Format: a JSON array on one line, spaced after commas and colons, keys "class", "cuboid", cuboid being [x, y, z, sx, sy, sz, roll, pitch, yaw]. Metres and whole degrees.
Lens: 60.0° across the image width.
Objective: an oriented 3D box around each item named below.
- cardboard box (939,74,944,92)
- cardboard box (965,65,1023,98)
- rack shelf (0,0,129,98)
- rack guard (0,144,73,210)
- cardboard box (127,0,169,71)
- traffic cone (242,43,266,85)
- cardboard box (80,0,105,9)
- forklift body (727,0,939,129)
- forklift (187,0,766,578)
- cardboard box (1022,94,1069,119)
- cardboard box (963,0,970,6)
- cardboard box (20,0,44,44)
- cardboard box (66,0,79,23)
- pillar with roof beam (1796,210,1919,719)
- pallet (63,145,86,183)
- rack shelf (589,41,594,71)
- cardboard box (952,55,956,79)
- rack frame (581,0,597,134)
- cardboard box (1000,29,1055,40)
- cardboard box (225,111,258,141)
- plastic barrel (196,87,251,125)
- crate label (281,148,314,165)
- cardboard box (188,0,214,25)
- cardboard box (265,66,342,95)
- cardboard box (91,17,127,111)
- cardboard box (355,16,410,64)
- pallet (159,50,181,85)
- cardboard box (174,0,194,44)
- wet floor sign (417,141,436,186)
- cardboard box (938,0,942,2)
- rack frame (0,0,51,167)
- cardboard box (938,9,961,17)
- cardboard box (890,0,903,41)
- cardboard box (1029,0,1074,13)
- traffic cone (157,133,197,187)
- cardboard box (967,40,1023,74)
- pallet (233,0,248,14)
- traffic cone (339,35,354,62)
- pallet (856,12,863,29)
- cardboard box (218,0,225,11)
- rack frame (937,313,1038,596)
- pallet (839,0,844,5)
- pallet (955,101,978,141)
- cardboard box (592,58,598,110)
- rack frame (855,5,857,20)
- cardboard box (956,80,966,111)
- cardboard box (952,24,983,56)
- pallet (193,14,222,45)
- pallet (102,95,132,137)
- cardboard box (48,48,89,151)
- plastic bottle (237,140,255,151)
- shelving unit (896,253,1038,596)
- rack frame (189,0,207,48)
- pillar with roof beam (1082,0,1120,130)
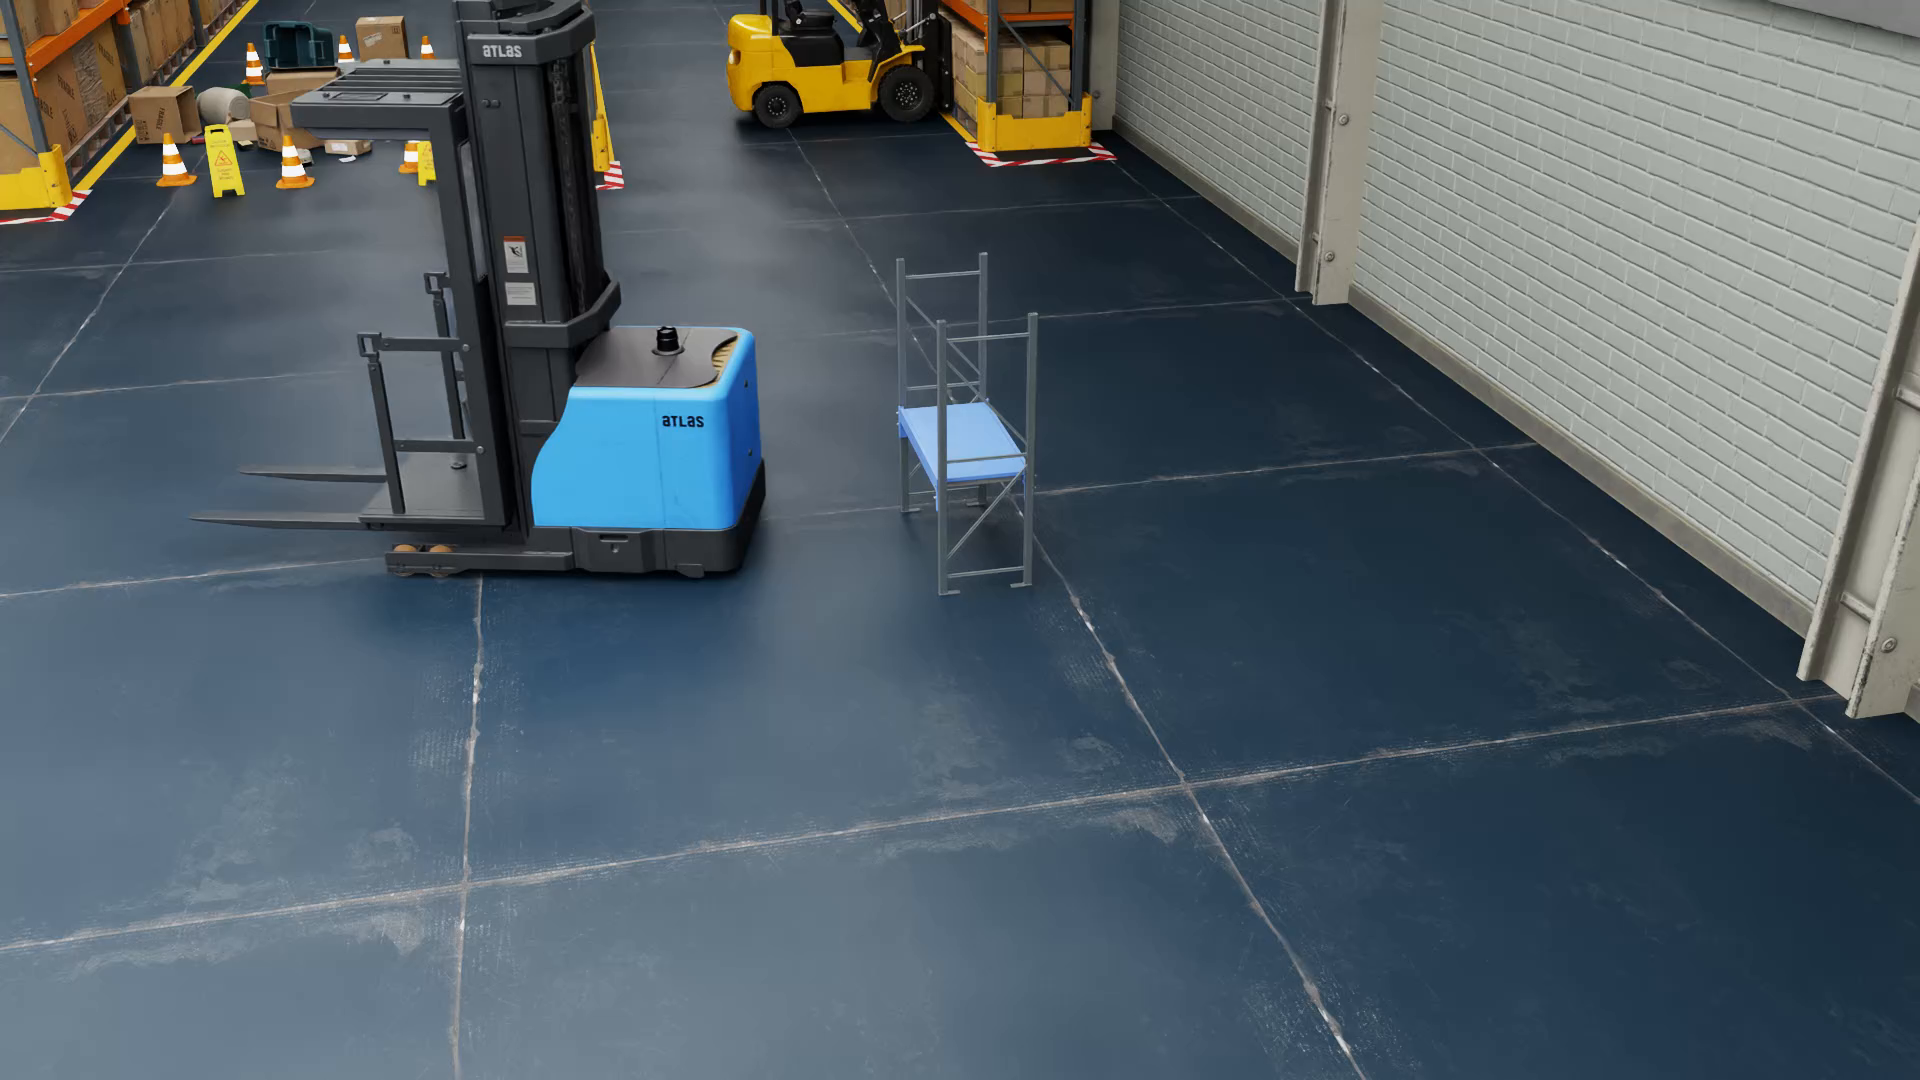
[{"class": "cardboard box", "cuboid": [0.013, -5.292, 18.991, 0.500, 0.250, 0.500, -5, 27, -10]}, {"class": "cardboard box", "cuboid": [0.358, -4.857, 17.575, 0.500, 0.250, 0.500, -6, 27, -12]}, {"class": "rack shelf", "cuboid": [-9.313, -4.996, 16.618, 1.077, 0.370, 4.000, -6, 27, -12]}, {"class": "rack guard", "cuboid": [-8.857, -3.313, 15.259, 1.175, 0.500, 0.348, -6, 27, -12]}, {"class": "cardboard box", "cuboid": [-10.205, -6.066, 19.970, 1.050, 0.750, 0.750, -6, 27, -12]}, {"class": "traffic cone", "cuboid": [-8.595, -5.805, 20.238, 0.336, 0.463, 0.334, -6, 27, -12]}, {"class": "cardboard box", "cuboid": [-9.523, -5.863, 17.370, 0.875, 0.550, 0.550, -6, 27, -12]}, {"class": "forklift body", "cuboid": [-1.432, -5.760, 18.276, 2.313, 2.155, 1.214, -6, 27, -12]}, {"class": "forklift", "cuboid": [-2.654, -1.345, 8.663, 3.031, 2.935, 1.130, 1, 27, 3]}, {"class": "cardboard box", "cuboid": [0.853, -4.688, 17.794, 0.500, 0.250, 0.500, -6, 27, -11]}, {"class": "cardboard box", "cuboid": [0.298, -5.955, 17.608, 0.500, 0.500, 0.500, -5, 27, -10]}, {"class": "cardboard box", "cuboid": [-9.135, -4.904, 15.470, 0.875, 0.550, 0.550, -6, 27, -12]}, {"class": "cardboard box", "cuboid": [-9.299, -5.391, 16.435, 0.875, 0.550, 0.500, -6, 27, -12]}, {"class": "pillar with roof beam", "cuboid": [0.004, -2.862, 4.934, 9.100, 9.000, 0.400, -6, 27, -12]}, {"class": "pallet", "cuboid": [-9.119, -3.538, 16.025, 1.003, 0.211, 1.213, -6, 27, -12]}, {"class": "rack shelf", "cuboid": [-4.513, -5.543, 17.702, 1.077, 0.370, 4.000, -6, 27, -12]}, {"class": "cardboard box", "cuboid": [0.119, -5.303, 18.458, 0.500, 0.250, 0.500, -7, 28, -13]}, {"class": "rack frame", "cuboid": [-4.062, -4.987, 15.800, 1.000, 3.000, 0.127, -6, 27, -12]}, {"class": "cardboard box", "cuboid": [0.733, -5.348, 17.992, 0.500, 0.250, 0.500, -6, 27, -12]}, {"class": "cardboard box", "cuboid": [-7.582, -4.407, 17.687, 0.396, 0.266, 0.258, -1, 27, -3]}, {"class": "plastic barrel", "cuboid": [-8.014, -4.703, 18.098, 0.512, 0.421, 0.421, 13, 30, 24]}, {"class": "crate label", "cuboid": [-6.659, -3.843, 16.712, 0.250, 0.136, 0.298, -23, 35, -38]}, {"class": "cardboard box", "cuboid": [-10.576, -7.359, 22.810, 0.500, 0.500, 0.500, -7, 28, -14]}, {"class": "cardboard box", "cuboid": [-7.144, -4.856, 18.162, 0.797, 0.637, 0.503, -6, 27, -12]}, {"class": "cardboard box", "cuboid": [-9.690, -5.151, 18.019, 0.875, 0.875, 0.875, -6, 27, -11]}, {"class": "cardboard box", "cuboid": [-6.691, -5.771, 19.288, 0.500, 0.500, 0.500, -6, 27, -12]}, {"class": "pallet", "cuboid": [-10.290, -5.818, 20.543, 1.003, 0.211, 1.213, -6, 27, -12]}, {"class": "cardboard box", "cuboid": [-10.616, -6.858, 21.539, 1.050, 0.750, 0.750, -6, 27, -12]}, {"class": "wet floor sign", "cuboid": [-5.062, -3.743, 15.950, 0.267, 0.644, 0.232, 3, 27, 6]}, {"class": "cardboard box", "cuboid": [-0.325, -6.410, 20.097, 0.500, 0.250, 0.500, -6, 27, -12]}, {"class": "rack frame", "cuboid": [-8.862, -4.439, 14.717, 1.000, 3.000, 0.127, -6, 27, -12]}, {"class": "cardboard box", "cuboid": [-0.097, -5.968, 19.220, 0.500, 0.250, 0.500, -5, 27, -10]}, {"class": "cardboard box", "cuboid": [-0.425, -6.945, 21.850, 0.875, 0.625, 0.625, -6, 27, -12]}, {"class": "cardboard box", "cuboid": [0.932, -5.782, 17.267, 0.500, 0.500, 0.500, -5, 27, -10]}, {"class": "traffic cone", "cuboid": [-7.599, -3.684, 16.036, 0.336, 0.463, 0.334, -6, 27, -12]}, {"class": "cardboard box", "cuboid": [0.365, -5.069, 17.440, 0.500, 0.250, 0.500, -5, 27, -10]}, {"class": "pallet", "cuboid": [-11.390, -8.121, 25.105, 1.003, 0.211, 1.213, -6, 27, -12]}, {"class": "traffic cone", "cuboid": [-7.647, -6.038, 20.699, 0.336, 0.463, 0.334, -6, 27, -12]}, {"class": "pallet", "cuboid": [-0.883, -7.394, 23.665, 1.003, 0.211, 1.213, -6, 27, -12]}, {"class": "cardboard box", "cuboid": [-10.813, -7.805, 23.692, 0.500, 0.500, 0.500, -7, 28, -13]}, {"class": "rack frame", "cuboid": [0.134, -0.409, 8.396, 0.500, 1.500, 0.032, -6, 27, -12]}, {"class": "pallet", "cuboid": [-1.433, -8.625, 26.105, 1.003, 0.211, 1.213, -6, 27, -12]}, {"class": "pallet", "cuboid": [0.560, -4.579, 18.087, 1.003, 0.211, 1.213, -6, 27, -12]}, {"class": "cardboard box", "cuboid": [-3.981, -4.674, 16.934, 0.500, 0.500, 0.500, -7, 28, -13]}, {"class": "rack frame", "cuboid": [-1.030, -9.004, 23.760, 1.000, 3.000, 0.127, -6, 27, -12]}, {"class": "cardboard box", "cuboid": [0.256, -4.846, 18.107, 0.500, 0.250, 0.500, -6, 27, -12]}, {"class": "cardboard box", "cuboid": [0.121, -5.513, 18.320, 0.500, 0.250, 0.500, -6, 27, -11]}, {"class": "pallet", "cuboid": [-10.840, -7.050, 22.983, 1.003, 0.211, 1.213, -6, 27, -12]}, {"class": "pallet", "cuboid": [-9.669, -4.609, 18.147, 1.003, 0.211, 1.213, -6, 27, -12]}, {"class": "cardboard box", "cuboid": [-9.280, -4.355, 16.442, 0.875, 0.875, 0.875, -6, 27, -12]}, {"class": "plastic bottle", "cuboid": [-7.462, -4.122, 17.349, 0.133, 0.061, 0.283, -16, 31, -29]}, {"class": "shelving unit", "cuboid": [0.019, -0.632, 8.838, 0.538, 1.500, 1.048, -6, 27, -12]}, {"class": "rack frame", "cuboid": [-10.665, -7.951, 21.675, 1.000, 3.000, 0.127, -6, 27, -12]}, {"class": "pillar with roof beam", "cuboid": [-2.700, -8.130, 15.371, 9.100, 9.000, 0.400, -6, 27, -12]}]
